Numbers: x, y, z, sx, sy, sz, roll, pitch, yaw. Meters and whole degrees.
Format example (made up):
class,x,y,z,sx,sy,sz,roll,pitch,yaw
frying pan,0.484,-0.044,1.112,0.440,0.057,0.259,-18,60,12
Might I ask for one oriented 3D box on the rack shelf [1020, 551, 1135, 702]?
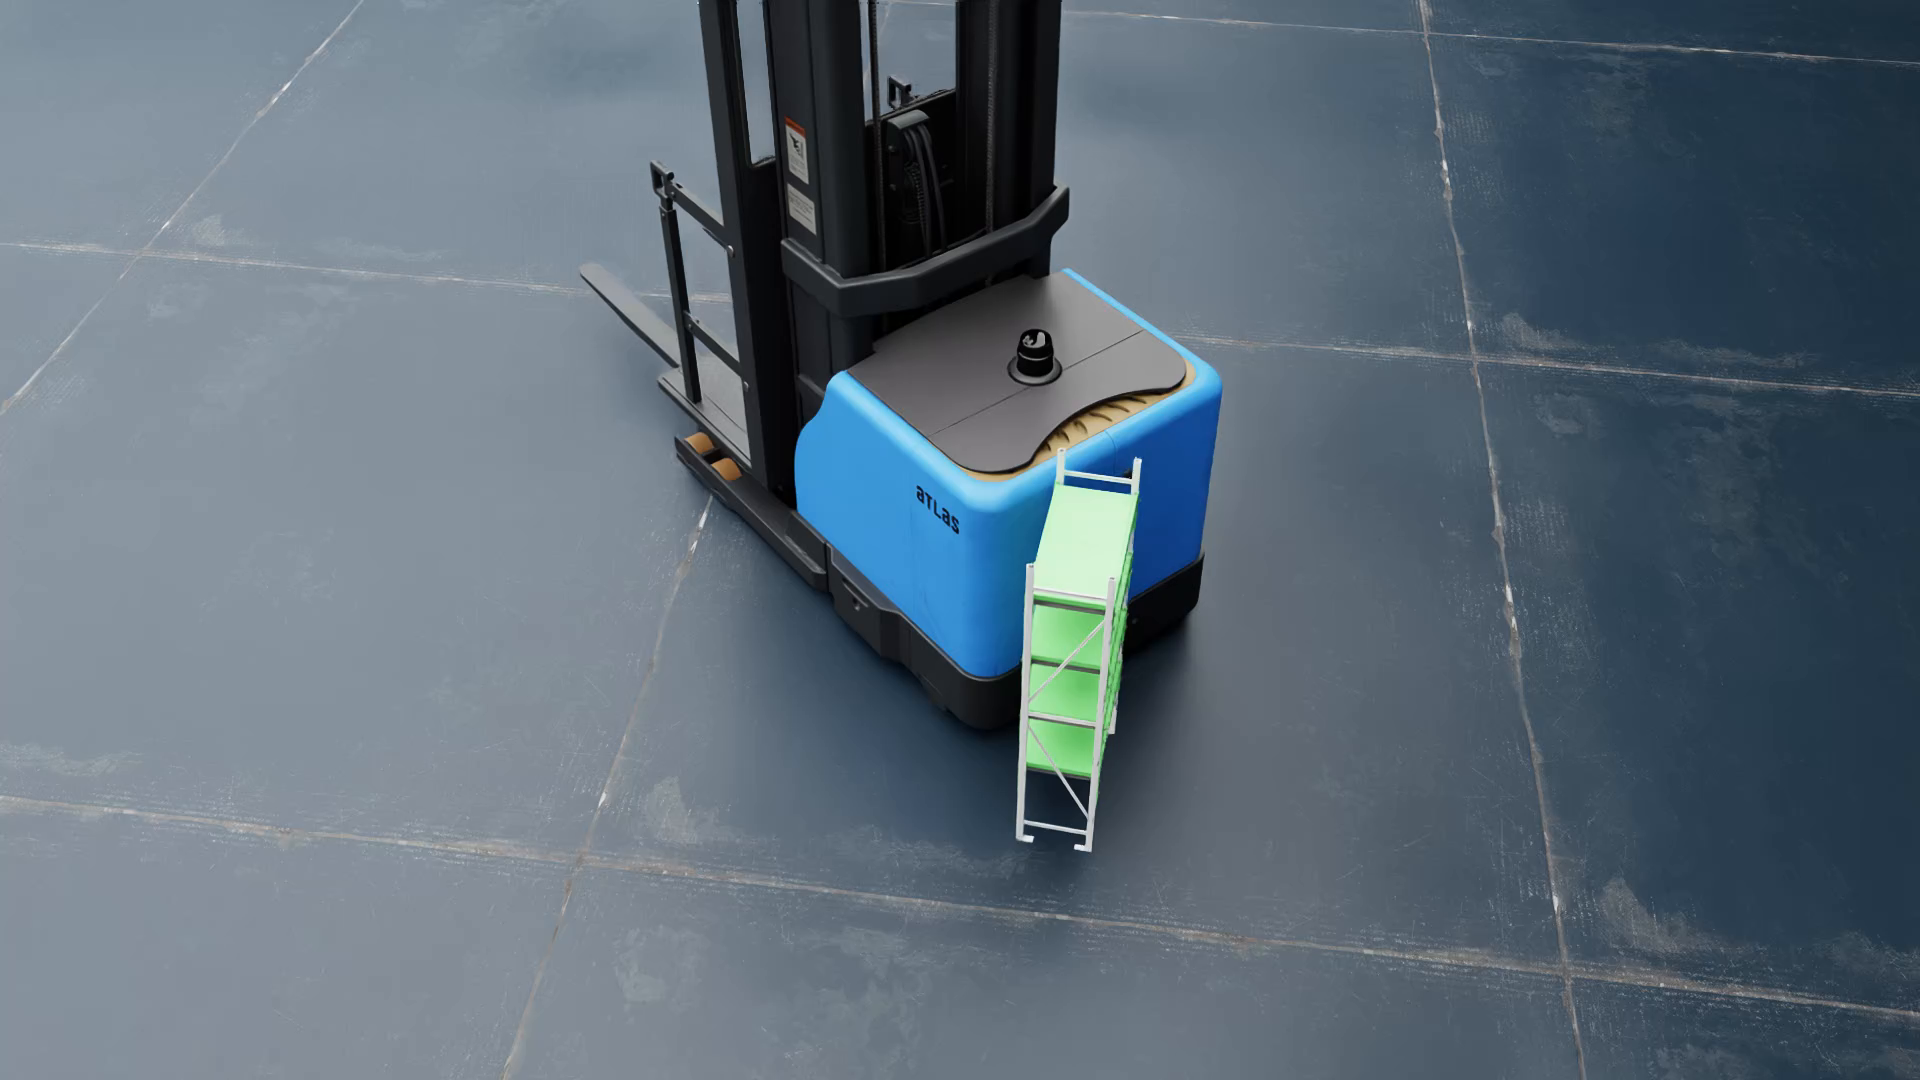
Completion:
class,x,y,z,sx,sy,sz,roll,pitch,yaw
rack shelf,0.348,0.229,4.879,0.258,0.148,0.480,9,44,9

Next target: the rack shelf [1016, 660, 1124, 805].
class,x,y,z,sx,sy,sz,roll,pitch,yaw
rack shelf,0.348,0.578,5.209,0.258,0.148,0.480,9,44,9

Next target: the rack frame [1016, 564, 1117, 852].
class,x,y,z,sx,sy,sz,roll,pitch,yaw
rack frame,0.296,0.521,4.827,0.240,1.200,0.015,9,44,9

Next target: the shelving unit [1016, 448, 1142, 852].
class,x,y,z,sx,sy,sz,roll,pitch,yaw
shelving unit,0.348,0.357,5.000,0.258,1.200,0.503,9,44,9

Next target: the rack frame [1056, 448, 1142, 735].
class,x,y,z,sx,sy,sz,roll,pitch,yaw
rack frame,0.400,0.193,5.173,0.240,1.200,0.015,9,44,9

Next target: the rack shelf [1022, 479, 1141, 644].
class,x,y,z,sx,sy,sz,roll,pitch,yaw
rack shelf,0.348,0.055,4.714,0.258,0.148,0.480,9,44,9

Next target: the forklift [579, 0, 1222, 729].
class,x,y,z,sx,sy,sz,roll,pitch,yaw
forklift,-0.452,-1.401,5.597,1.130,2.935,3.031,-28,50,-27

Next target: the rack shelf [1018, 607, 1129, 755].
class,x,y,z,sx,sy,sz,roll,pitch,yaw
rack shelf,0.348,0.403,5.044,0.258,0.148,0.480,9,44,9
